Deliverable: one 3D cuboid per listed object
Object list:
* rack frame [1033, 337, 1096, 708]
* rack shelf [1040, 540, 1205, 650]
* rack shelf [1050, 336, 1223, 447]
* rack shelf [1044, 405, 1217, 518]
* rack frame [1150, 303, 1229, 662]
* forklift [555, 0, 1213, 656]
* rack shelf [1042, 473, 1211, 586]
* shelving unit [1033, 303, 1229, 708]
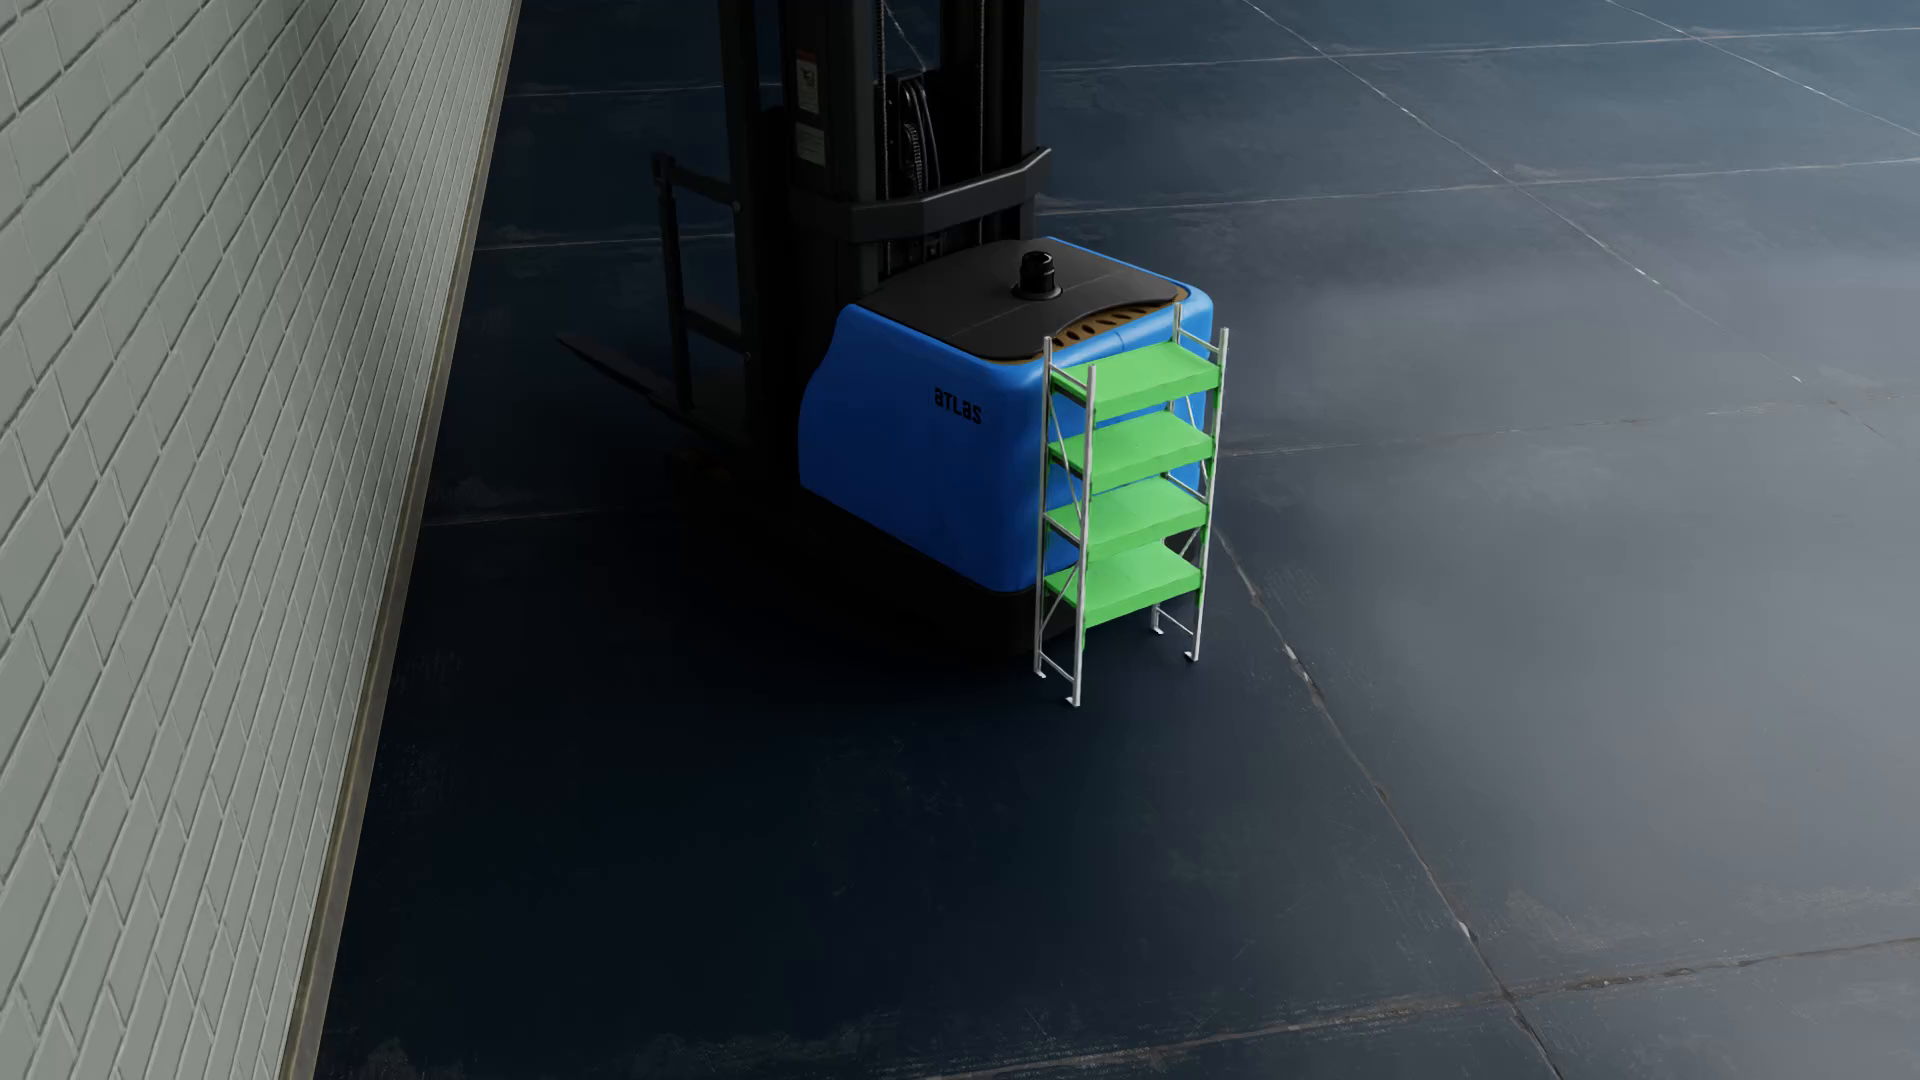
[{"bbox_3d":[0.316,-0.030,5.116,0.015,1.200,0.240,-18,35,-27],"label":"rack frame"},{"bbox_3d":[0.521,0.165,5.384,0.480,0.148,0.258,-18,35,-27],"label":"rack shelf"},{"bbox_3d":[0.523,-0.454,5.016,0.480,0.148,0.258,-18,35,-27],"label":"rack shelf"},{"bbox_3d":[0.522,-0.248,5.138,0.480,0.148,0.258,-18,35,-27],"label":"rack shelf"},{"bbox_3d":[0.728,-0.162,5.341,0.015,1.200,0.240,-18,35,-27],"label":"rack frame"},{"bbox_3d":[-0.514,-1.537,5.973,1.130,2.935,3.031,-26,39,-36],"label":"forklift"},{"bbox_3d":[0.522,-0.041,5.261,0.480,0.148,0.258,-18,35,-27],"label":"rack shelf"},{"bbox_3d":[0.522,-0.096,5.228,0.503,1.200,0.258,-18,35,-27],"label":"shelving unit"}]
